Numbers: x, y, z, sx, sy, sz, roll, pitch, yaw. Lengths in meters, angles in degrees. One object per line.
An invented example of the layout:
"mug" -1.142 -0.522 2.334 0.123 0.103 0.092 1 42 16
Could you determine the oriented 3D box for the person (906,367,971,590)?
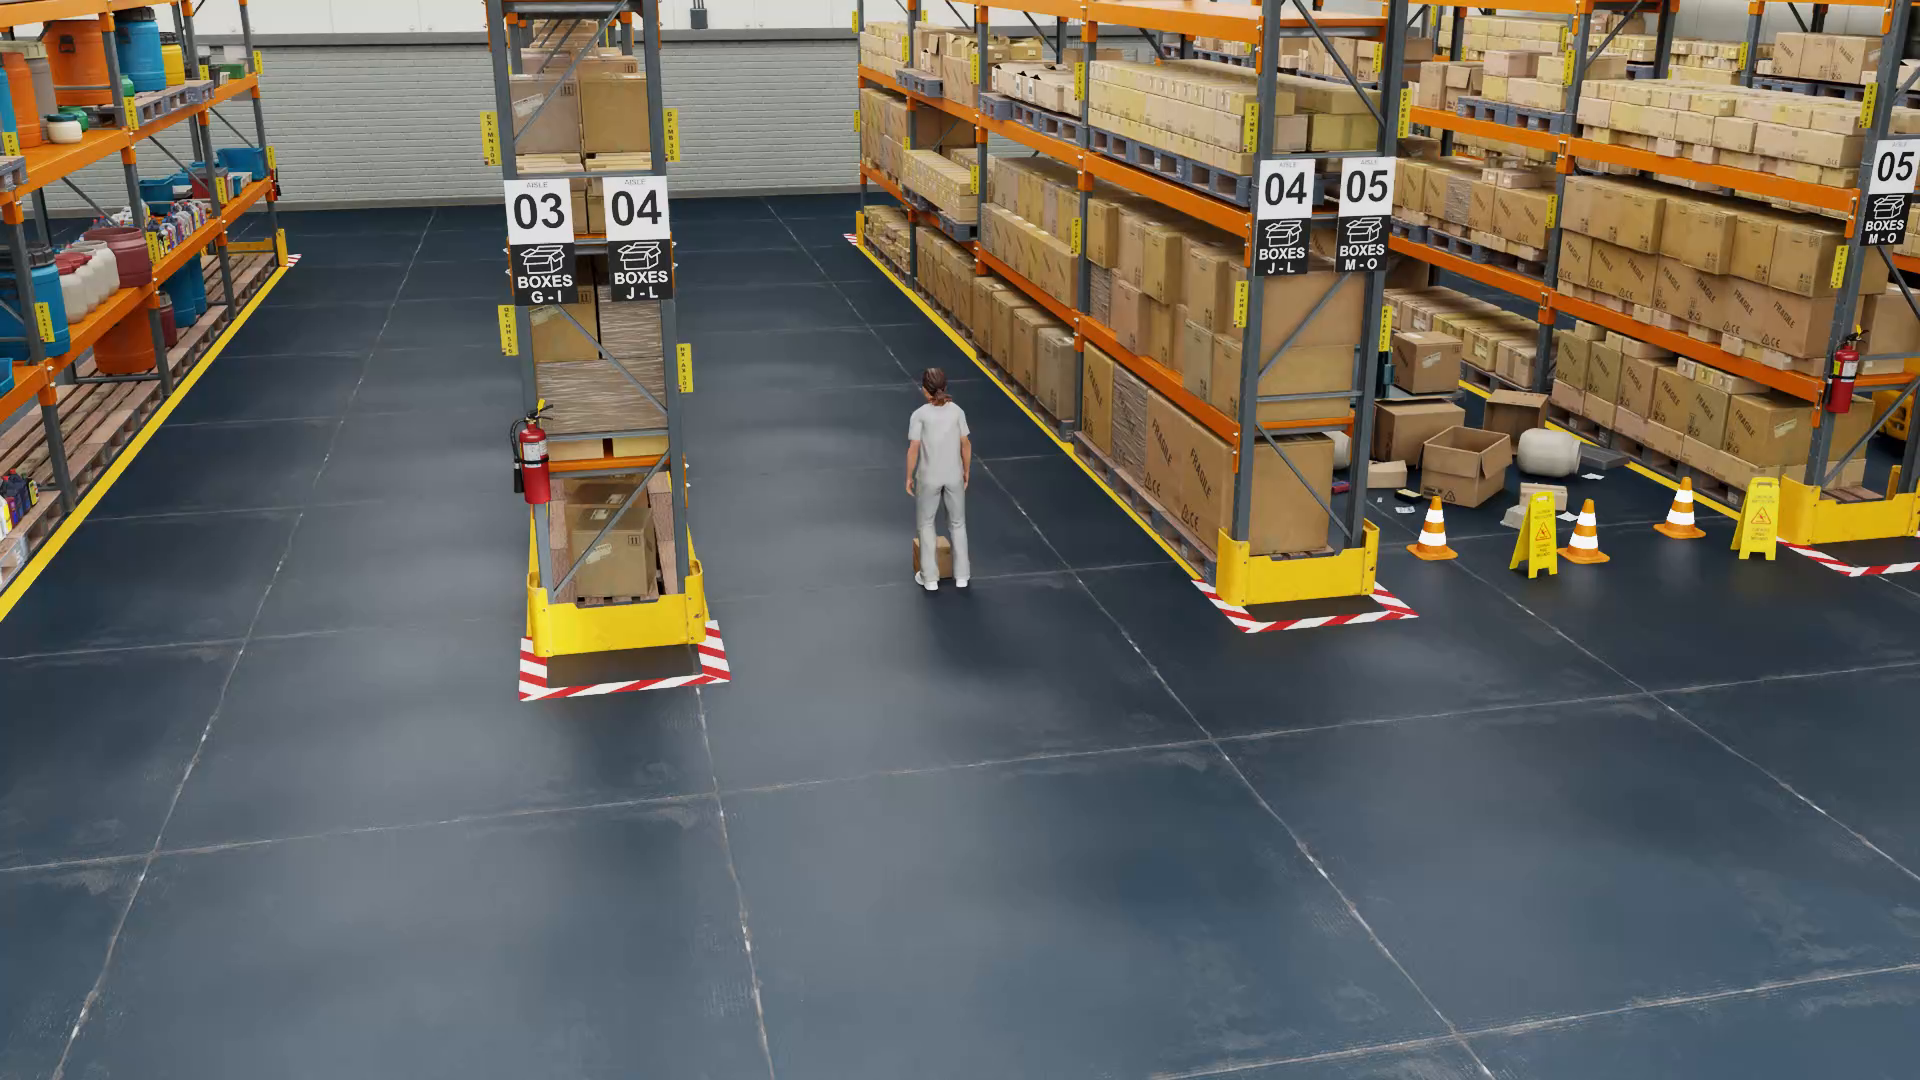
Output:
"person" -0.151 -0.452 12.334 0.511 1.673 0.352 -5 20 -15
